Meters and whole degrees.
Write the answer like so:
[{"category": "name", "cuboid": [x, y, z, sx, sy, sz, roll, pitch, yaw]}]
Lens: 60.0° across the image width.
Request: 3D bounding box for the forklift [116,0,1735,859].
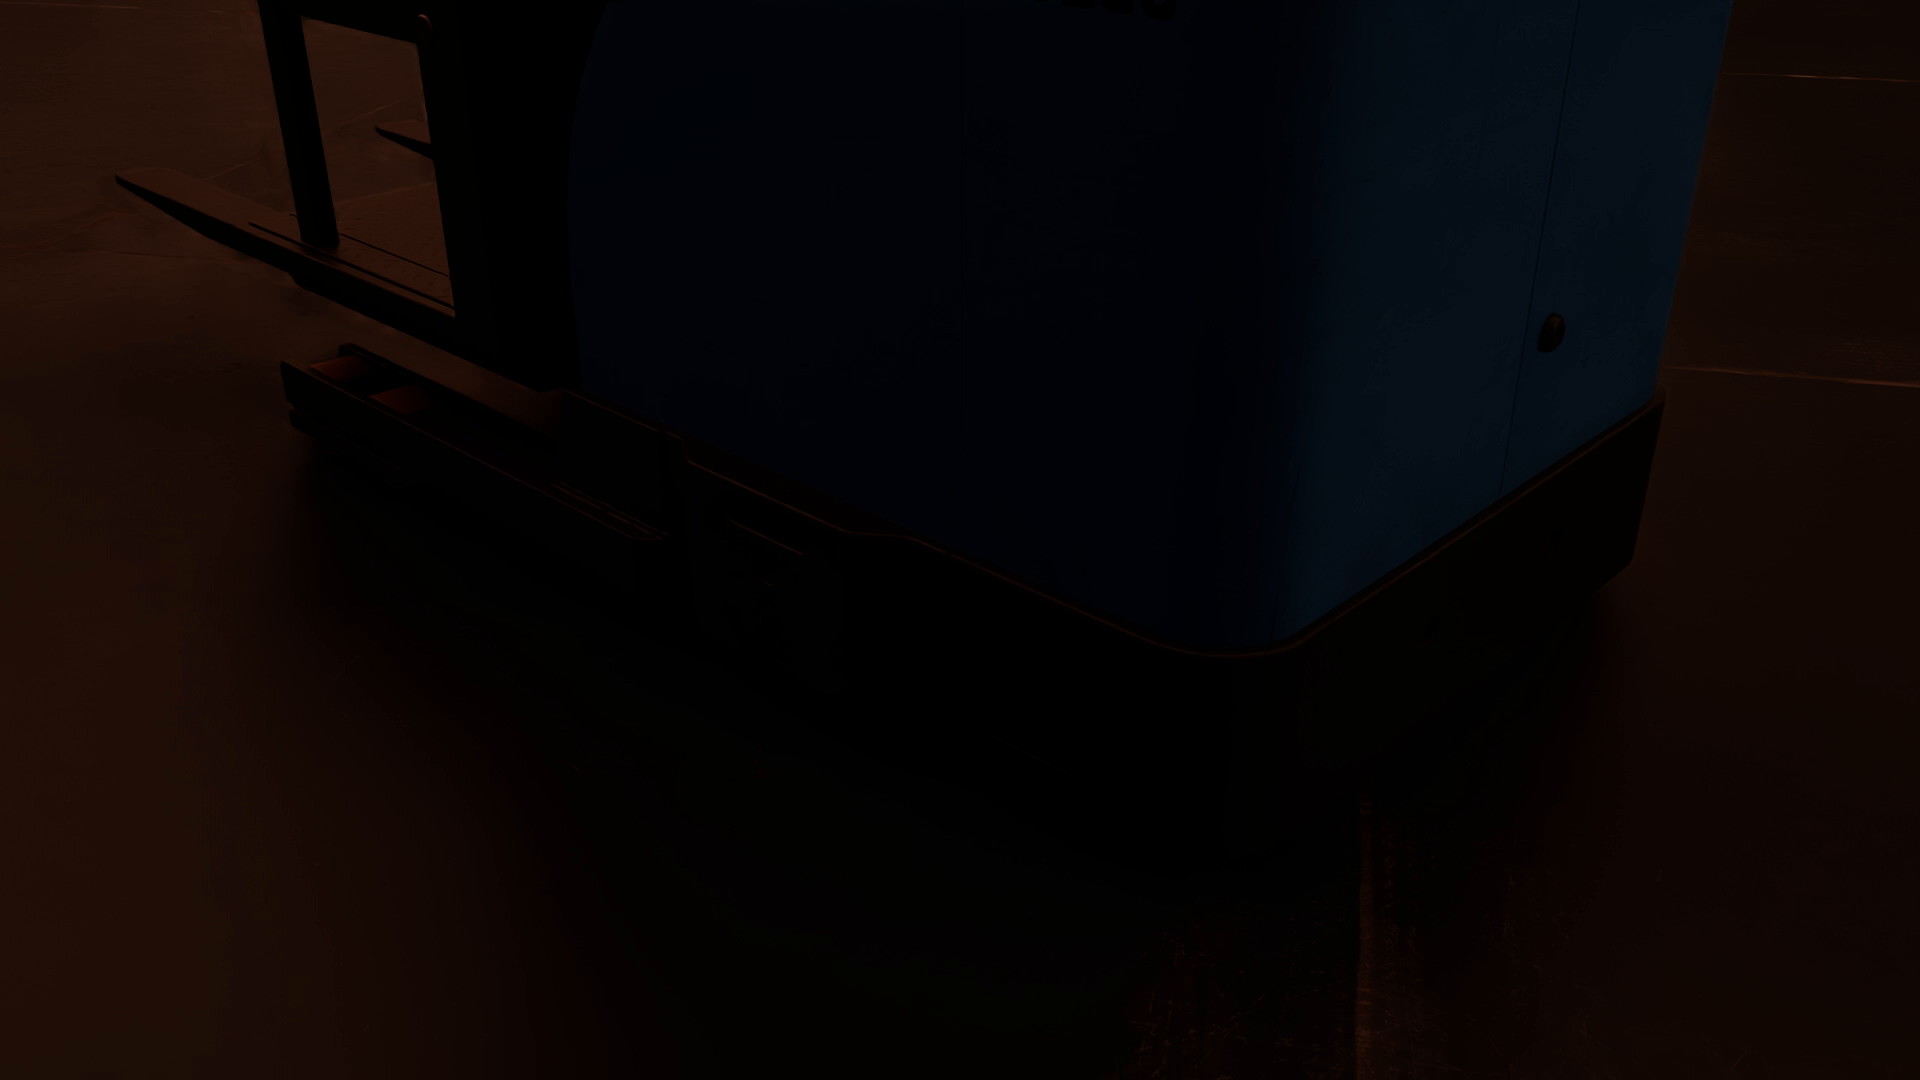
[{"category": "forklift", "cuboid": [-0.480, -1.538, 2.295, 3.031, 2.935, 1.130, 23, 35, 38]}]
